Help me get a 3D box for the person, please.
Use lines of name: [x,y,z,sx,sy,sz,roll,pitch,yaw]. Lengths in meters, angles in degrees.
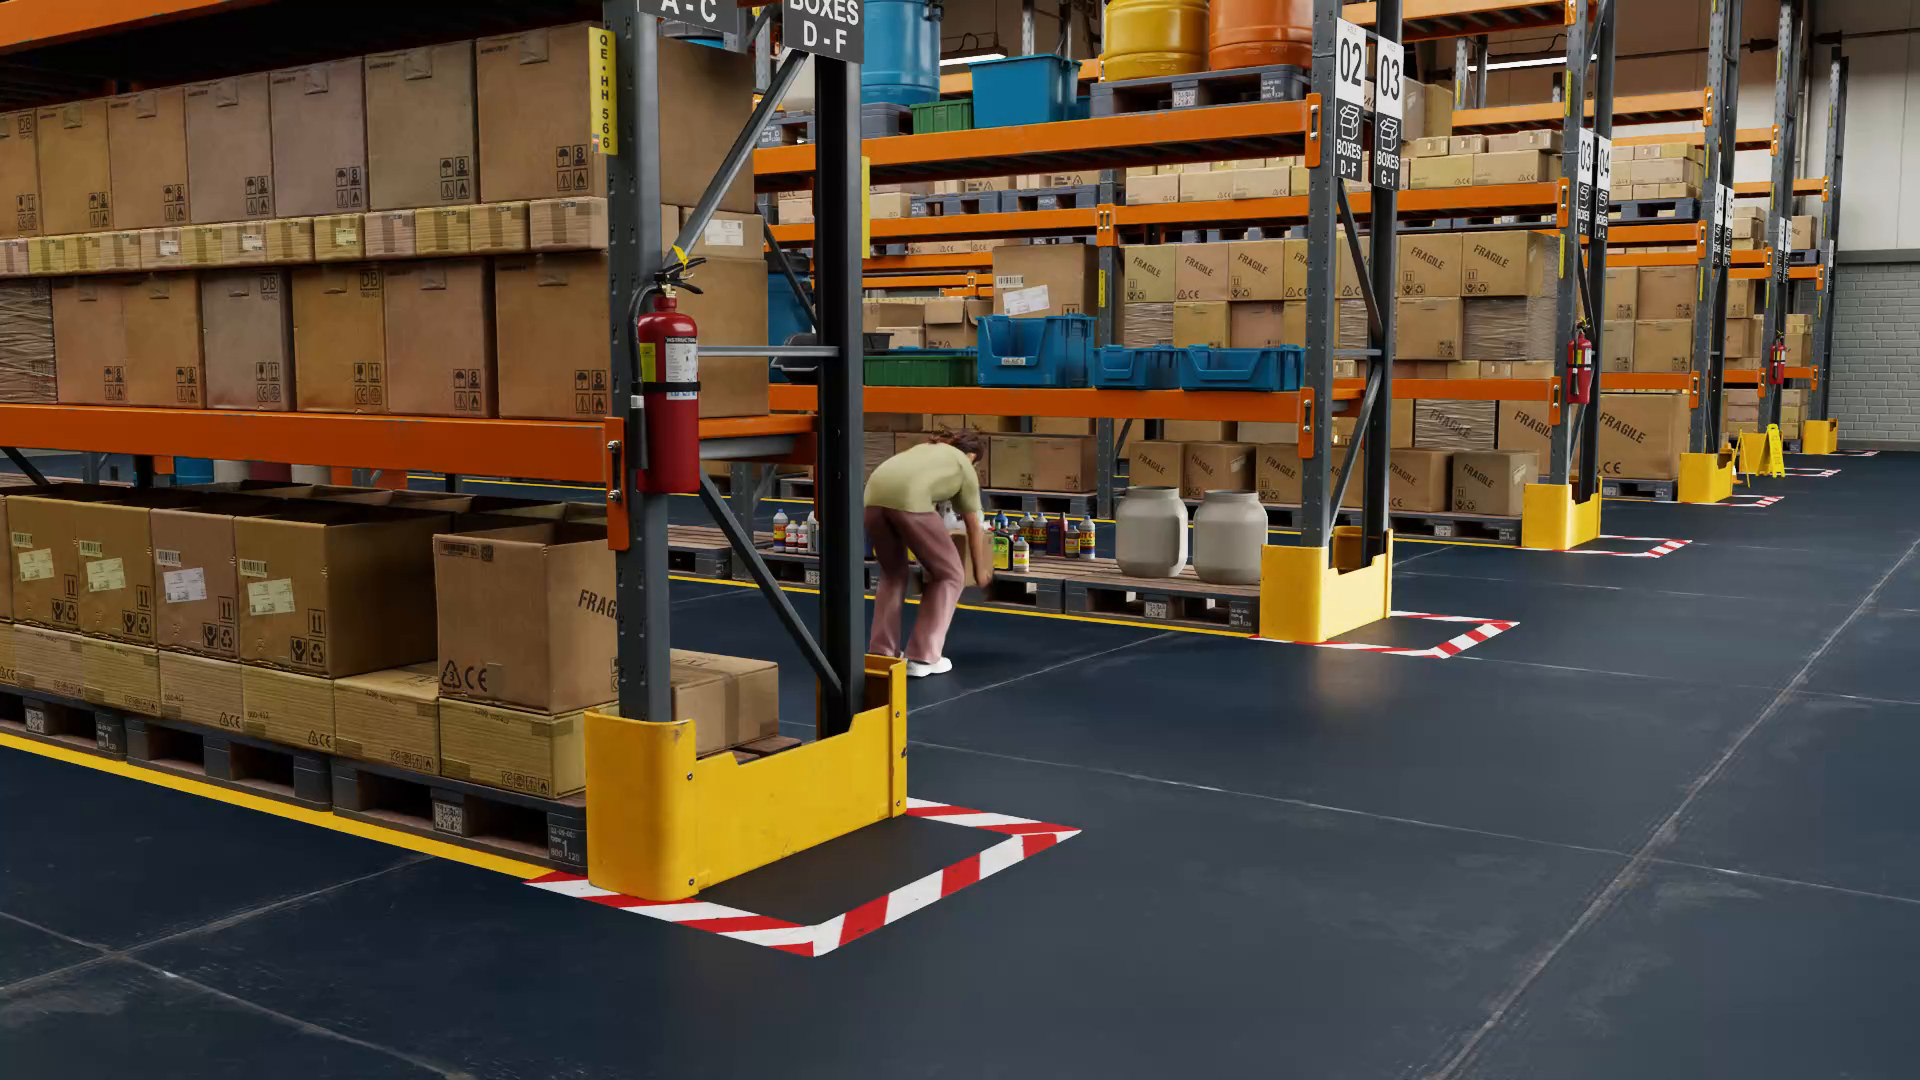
person: [-0.140,0.047,8.008,0.447,1.131,0.854,4,7,31]
